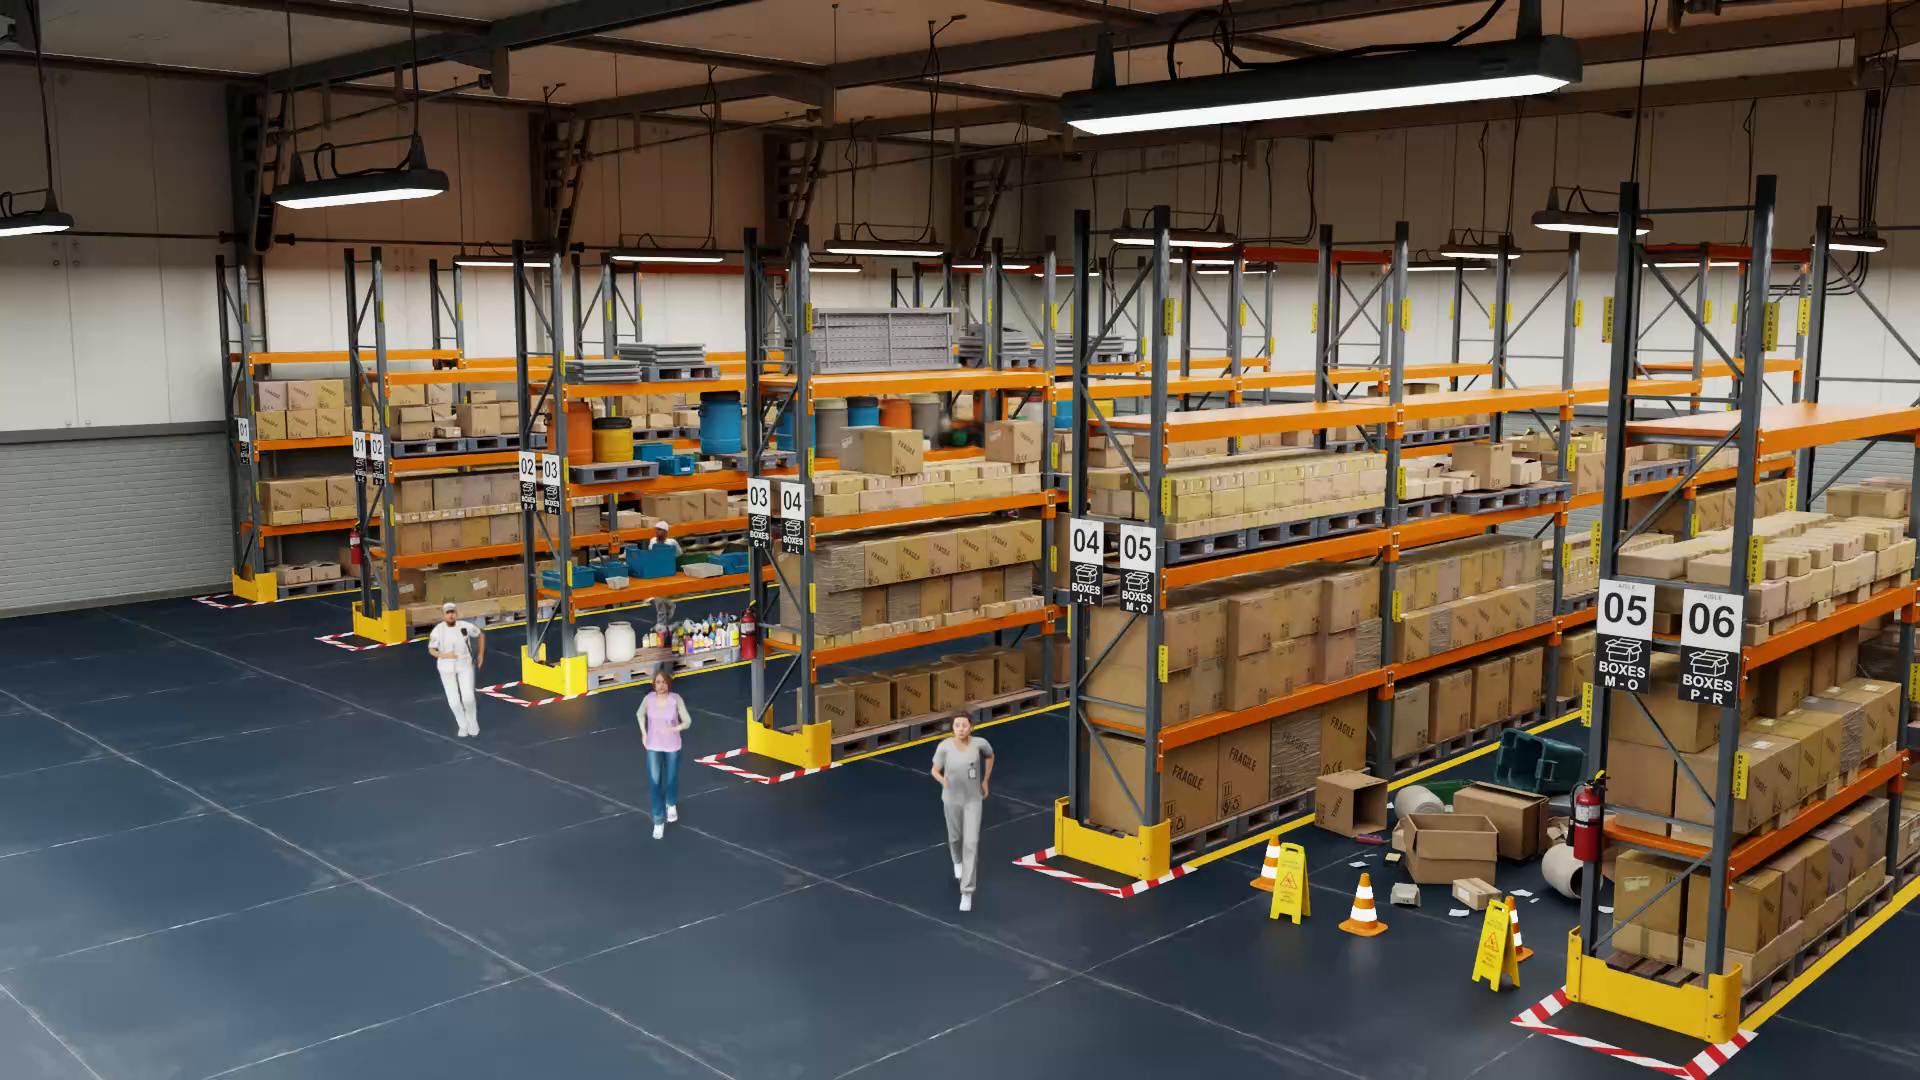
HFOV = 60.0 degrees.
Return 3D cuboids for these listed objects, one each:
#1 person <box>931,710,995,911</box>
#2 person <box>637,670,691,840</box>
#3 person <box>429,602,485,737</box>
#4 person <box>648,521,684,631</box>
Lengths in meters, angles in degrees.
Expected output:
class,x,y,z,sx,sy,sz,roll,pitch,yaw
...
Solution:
class,x,y,z,sx,sy,sz,roll,pitch,yaw
person,0.022,2.284,14.499,0.539,1.641,0.993,1,8,5
person,-2.908,2.094,16.363,0.544,1.631,0.648,-1,8,-5
person,-6.019,1.555,19.876,0.612,1.632,0.593,-1,8,-8
person,-4.701,0.564,26.423,0.687,1.743,0.704,4,9,29
